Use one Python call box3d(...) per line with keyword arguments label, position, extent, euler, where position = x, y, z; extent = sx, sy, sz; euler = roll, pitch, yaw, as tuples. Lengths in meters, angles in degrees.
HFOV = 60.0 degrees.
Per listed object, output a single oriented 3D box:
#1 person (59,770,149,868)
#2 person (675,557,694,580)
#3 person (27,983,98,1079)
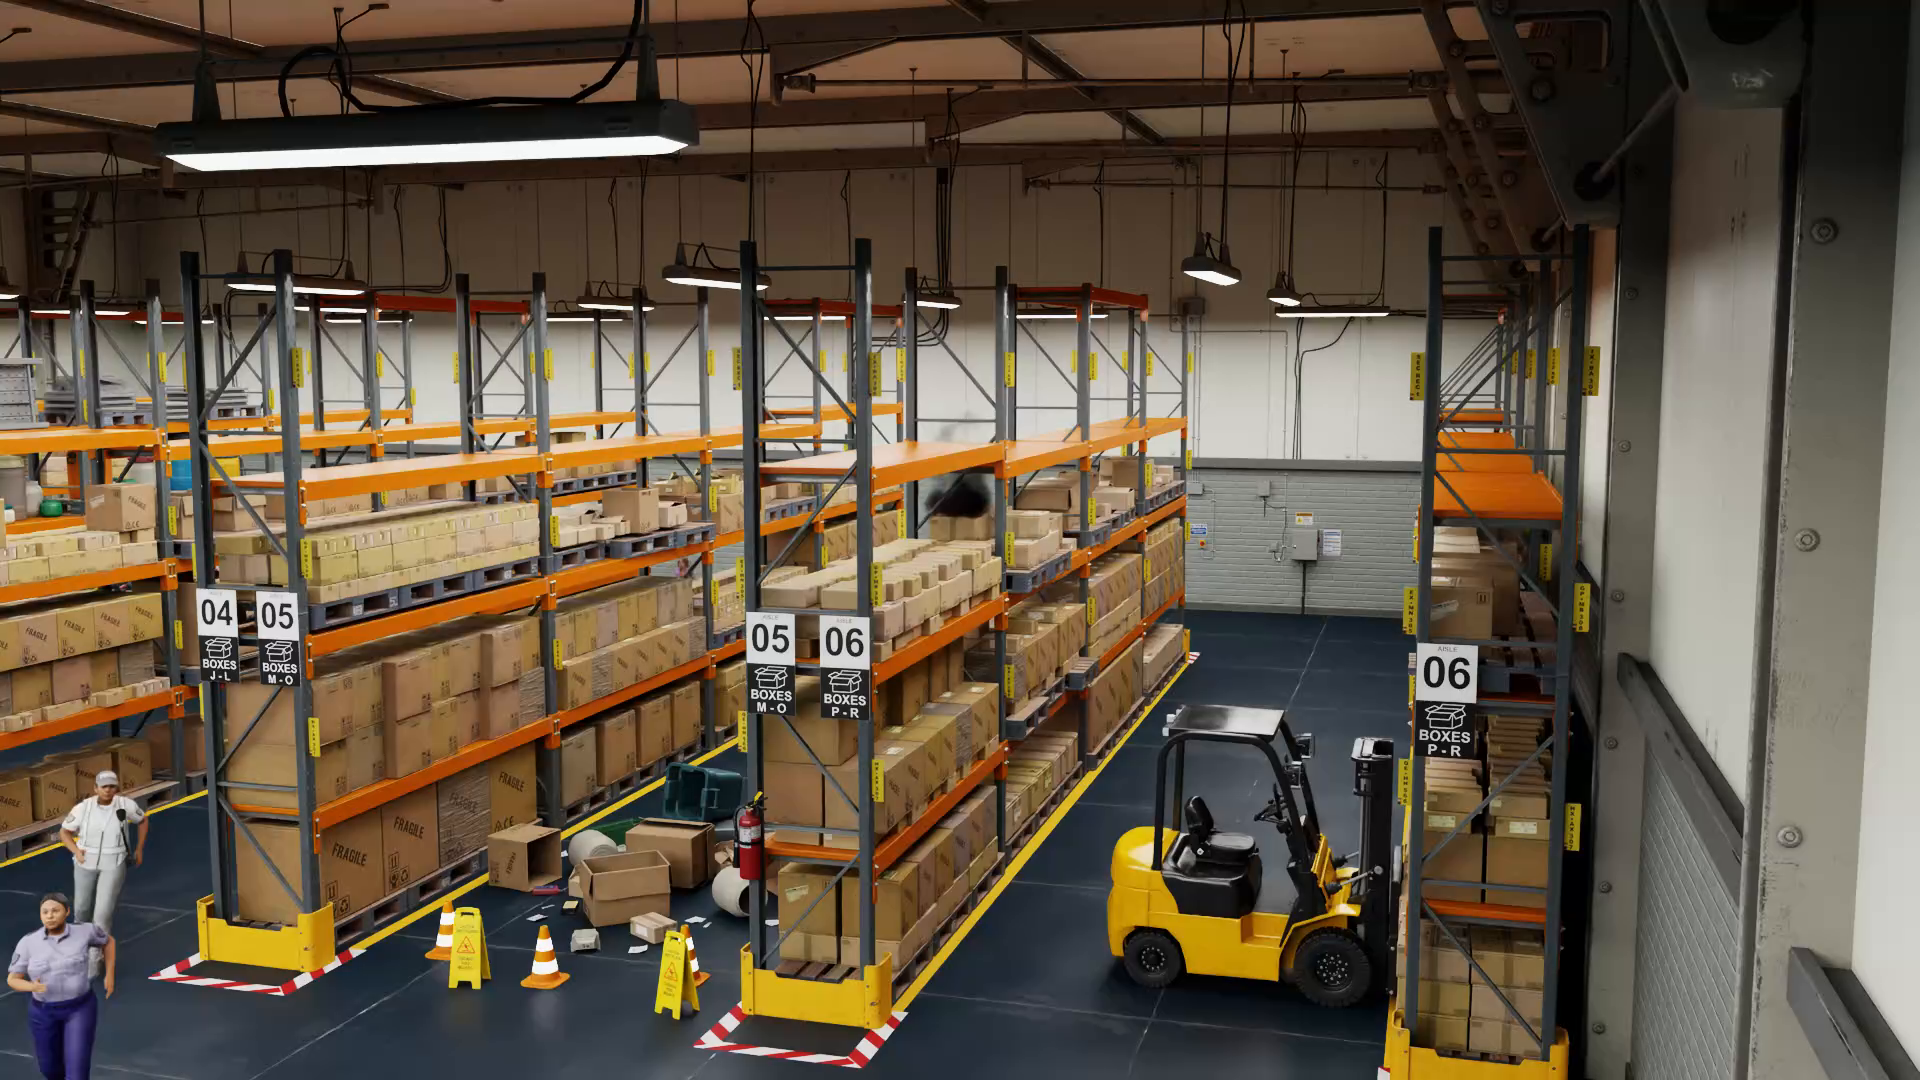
box3d(label="person", position=(-7.249, 2.378, 14.034), extent=(0.660, 0.865, 0.517), euler=(-2, 7, -18))
box3d(label="person", position=(-4.854, 1.016, 29.421), extent=(0.487, 1.493, 0.700), euler=(1, 6, 10))
box3d(label="person", position=(-5.910, 3.378, 10.983), extent=(0.412, 0.911, 0.857), euler=(-2, 7, -21))
